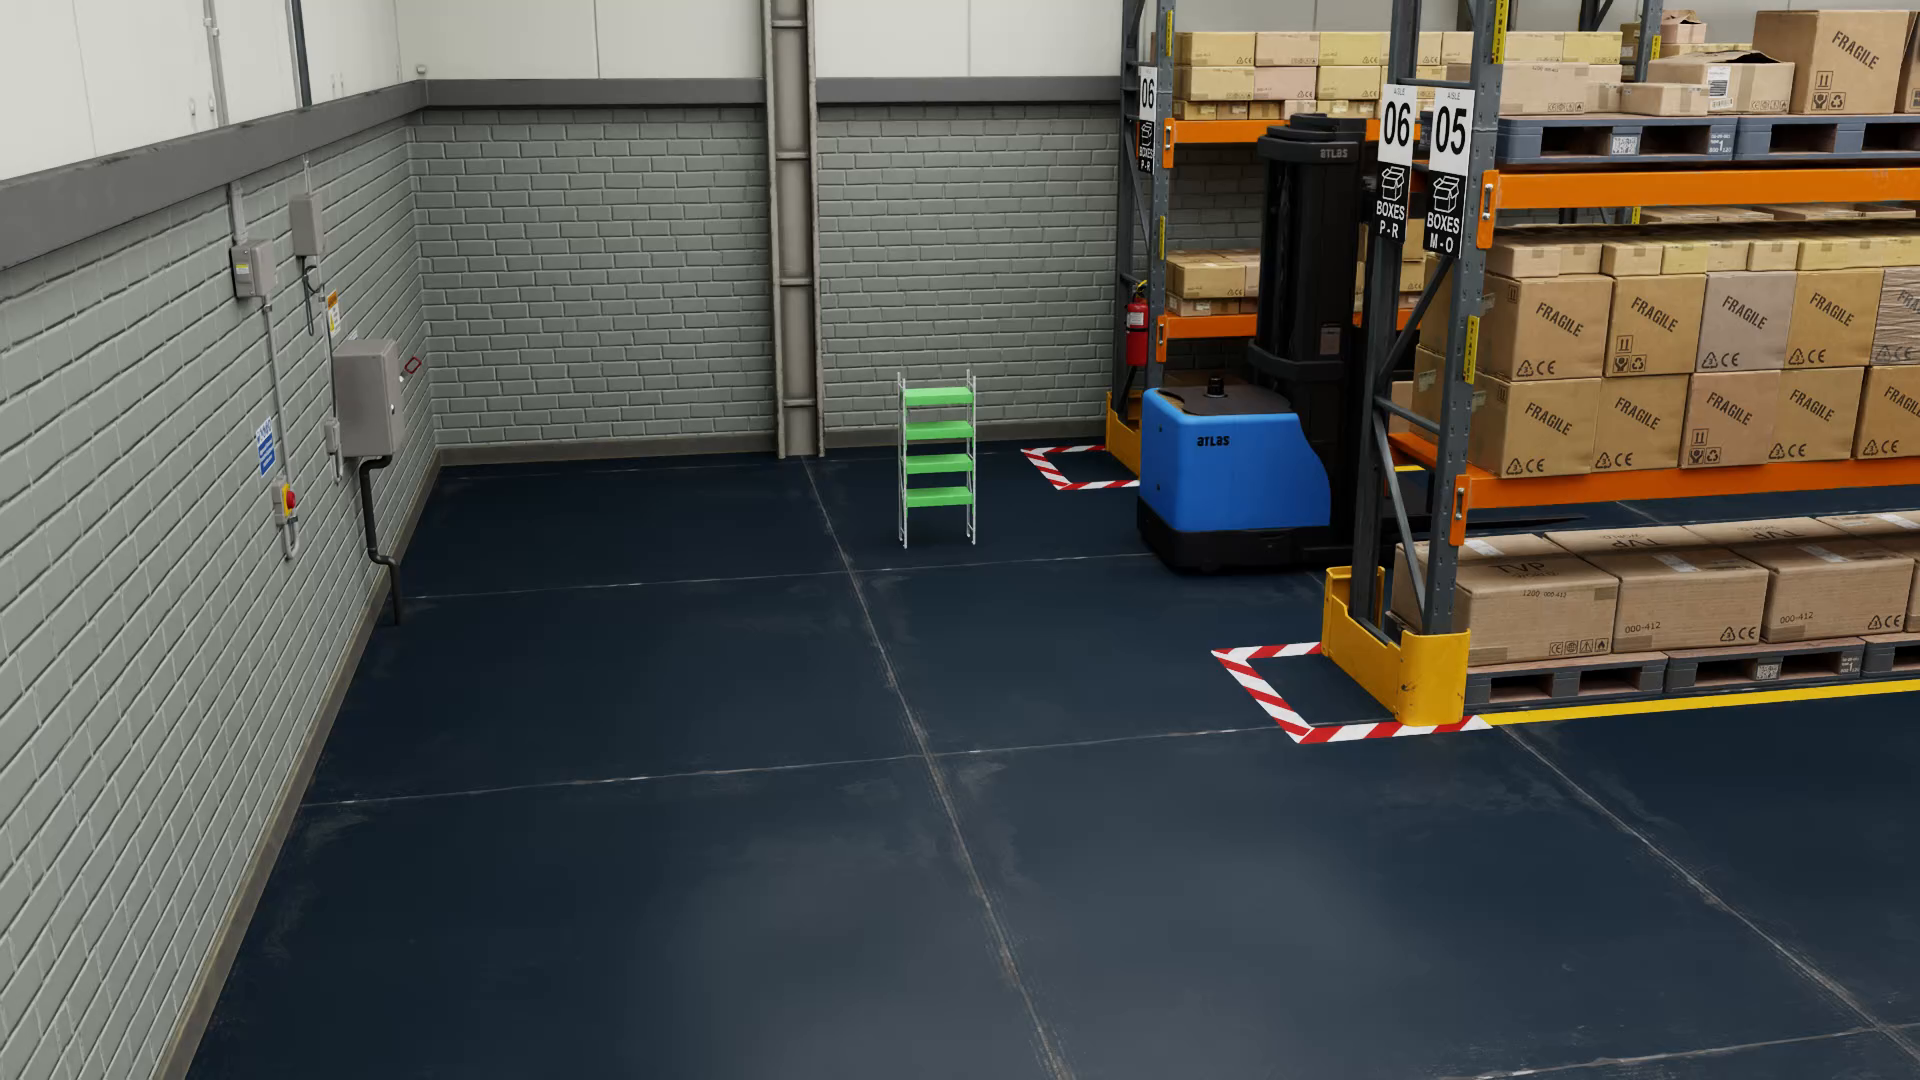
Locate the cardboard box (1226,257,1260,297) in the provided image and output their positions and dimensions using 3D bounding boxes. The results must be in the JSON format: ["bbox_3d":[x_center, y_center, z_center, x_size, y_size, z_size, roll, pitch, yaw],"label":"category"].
[{"bbox_3d":[2.441,-2.115,13.336,0.500,0.250,0.500,-3,17,-10],"label":"cardboard box"}]

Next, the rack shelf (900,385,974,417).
[{"bbox_3d":[-0.163,-0.962,11.483,0.480,0.148,0.258,-3,17,-10],"label":"rack shelf"}]

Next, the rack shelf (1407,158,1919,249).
[{"bbox_3d":[4.358,-1.839,8.807,4.000,0.370,1.077,-3,17,-10],"label":"rack shelf"}]

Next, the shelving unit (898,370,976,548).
[{"bbox_3d":[-0.163,-0.564,11.606,0.503,1.200,0.258,-3,17,-10],"label":"shelving unit"}]

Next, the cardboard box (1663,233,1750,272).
[{"bbox_3d":[3.819,-1.480,8.542,0.250,0.149,0.380,-3,17,-10],"label":"cardboard box"}]

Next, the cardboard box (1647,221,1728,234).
[{"bbox_3d":[3.951,-1.638,9.058,0.250,0.149,0.380,-3,17,-9],"label":"cardboard box"}]

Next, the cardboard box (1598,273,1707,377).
[{"bbox_3d":[3.426,-1.139,8.537,0.500,0.500,0.500,-4,17,-12],"label":"cardboard box"}]

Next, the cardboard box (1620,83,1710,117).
[{"bbox_3d":[3.507,-2.194,8.280,0.250,0.149,0.380,-3,17,-8],"label":"cardboard box"}]

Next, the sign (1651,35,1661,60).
[{"bbox_3d":[5.487,-3.816,13.138,0.005,0.325,0.100,-3,17,-10],"label":"sign"}]

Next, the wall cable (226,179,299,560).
[{"bbox_3d":[-3.137,-0.817,7.580,0.123,1.953,0.585,-3,17,-10],"label":"wall cable"}]

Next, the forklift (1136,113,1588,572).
[{"bbox_3d":[2.824,-1.372,11.285,3.031,2.935,1.130,-3,17,-9],"label":"forklift"}]

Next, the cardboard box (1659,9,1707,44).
[{"bbox_3d":[5.739,-4.110,13.305,0.258,0.266,0.396,-3,17,-11],"label":"cardboard box"}]

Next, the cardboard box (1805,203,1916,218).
[{"bbox_3d":[7.736,-2.620,14.341,0.637,0.503,0.797,-4,17,-12],"label":"cardboard box"}]

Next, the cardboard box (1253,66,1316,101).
[{"bbox_3d":[2.432,-3.553,12.910,0.500,0.250,0.500,-3,17,-9],"label":"cardboard box"}]

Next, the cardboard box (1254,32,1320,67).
[{"bbox_3d":[2.436,-3.787,12.821,0.500,0.250,0.500,-3,17,-11],"label":"cardboard box"}]

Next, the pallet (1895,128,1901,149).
[{"bbox_3d":[5.517,-2.209,8.938,1.213,0.211,1.003,-3,17,-10],"label":"pallet"}]

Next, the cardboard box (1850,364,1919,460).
[{"bbox_3d":[4.920,-0.746,8.962,0.500,0.500,0.500,-4,17,-11],"label":"cardboard box"}]

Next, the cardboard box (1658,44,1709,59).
[{"bbox_3d":[5.753,-3.886,13.281,0.250,0.149,0.380,-3,17,-9],"label":"cardboard box"}]

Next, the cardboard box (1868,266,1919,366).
[{"bbox_3d":[4.913,-1.223,8.812,0.500,0.500,0.500,-3,17,-10],"label":"cardboard box"}]

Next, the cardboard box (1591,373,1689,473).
[{"bbox_3d":[3.412,-0.666,8.699,0.500,0.500,0.500,-3,17,-11],"label":"cardboard box"}]

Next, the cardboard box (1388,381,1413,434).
[{"bbox_3d":[3.453,-1.118,13.885,0.500,0.500,0.500,-3,17,-9],"label":"cardboard box"}]

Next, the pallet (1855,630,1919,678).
[{"bbox_3d":[5.561,0.492,9.849,1.213,0.211,1.003,-3,17,-10],"label":"pallet"}]

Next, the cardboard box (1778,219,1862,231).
[{"bbox_3d":[4.718,-1.668,9.155,0.250,0.149,0.380,-3,17,-11],"label":"cardboard box"}]

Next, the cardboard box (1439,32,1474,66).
[{"bbox_3d":[3.931,-3.880,13.125,0.500,0.250,0.500,-3,17,-9],"label":"cardboard box"}]

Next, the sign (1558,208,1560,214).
[{"bbox_3d":[5.268,-3.004,14.512,0.005,0.325,0.100,-3,17,-10],"label":"sign"}]

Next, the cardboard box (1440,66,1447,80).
[{"bbox_3d":[3.937,-3.639,13.191,0.500,0.250,0.500,-3,17,-9],"label":"cardboard box"}]

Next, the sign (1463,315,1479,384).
[{"bbox_3d":[2.494,-0.929,8.118,0.005,0.325,0.100,-3,17,-10],"label":"sign"}]

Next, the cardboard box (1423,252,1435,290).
[{"bbox_3d":[3.942,-2.207,13.636,0.500,0.250,0.500,-3,17,-11],"label":"cardboard box"}]

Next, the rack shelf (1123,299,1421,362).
[{"bbox_3d":[3.413,-1.836,13.905,4.000,0.370,1.077,-3,17,-10],"label":"rack shelf"}]

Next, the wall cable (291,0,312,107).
[{"bbox_3d":[-3.768,-4.147,9.924,0.133,3.039,2.988,-3,17,-10],"label":"wall cable"}]

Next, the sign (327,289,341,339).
[{"bbox_3d":[-3.585,-1.298,9.522,0.001,0.242,0.339,-3,17,-10],"label":"sign"}]

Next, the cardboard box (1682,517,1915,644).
[{"bbox_3d":[4.806,0.218,9.643,0.875,0.438,0.875,-4,17,-12],"label":"cardboard box"}]

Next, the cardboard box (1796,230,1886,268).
[{"bbox_3d":[4.574,-1.516,8.662,0.250,0.149,0.380,-3,17,-10],"label":"cardboard box"}]

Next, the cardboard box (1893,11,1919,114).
[{"bbox_3d":[5.004,-2.508,8.697,0.637,0.503,0.797,-2,17,-6],"label":"cardboard box"}]

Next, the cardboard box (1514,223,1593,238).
[{"bbox_3d":[3.191,-1.611,8.969,0.250,0.149,0.380,-3,17,-11],"label":"cardboard box"}]

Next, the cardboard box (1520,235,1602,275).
[{"bbox_3d":[3.040,-1.448,8.441,0.250,0.149,0.380,-3,17,-9],"label":"cardboard box"}]

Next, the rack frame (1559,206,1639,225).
[{"bbox_3d":[5.377,-2.291,14.162,0.127,3.000,1.000,-3,17,-10],"label":"rack frame"}]

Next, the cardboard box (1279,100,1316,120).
[{"bbox_3d":[2.578,-3.349,12.924,0.250,0.149,0.380,-3,17,-9],"label":"cardboard box"}]

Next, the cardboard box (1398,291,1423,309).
[{"bbox_3d":[3.593,-2.000,13.641,0.250,0.149,0.380,-3,17,-11],"label":"cardboard box"}]

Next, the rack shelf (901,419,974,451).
[{"bbox_3d":[-0.163,-0.733,11.554,0.480,0.148,0.258,-3,17,-10],"label":"rack shelf"}]

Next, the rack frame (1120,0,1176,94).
[{"bbox_3d":[1.449,-4.936,12.556,0.127,3.000,1.000,-3,17,-10],"label":"rack frame"}]

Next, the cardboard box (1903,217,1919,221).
[{"bbox_3d":[5.471,-1.708,9.286,0.250,0.149,0.380,-3,17,-11],"label":"cardboard box"}]

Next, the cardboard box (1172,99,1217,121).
[{"bbox_3d":[1.806,-3.333,12.873,0.250,0.149,0.380,-3,17,-9],"label":"cardboard box"}]

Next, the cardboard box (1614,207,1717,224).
[{"bbox_3d":[5.894,-2.502,13.964,0.500,0.500,0.700,-3,17,-9],"label":"cardboard box"}]

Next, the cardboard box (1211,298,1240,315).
[{"bbox_3d":[2.065,-1.915,13.365,0.250,0.149,0.380,-3,17,-9],"label":"cardboard box"}]

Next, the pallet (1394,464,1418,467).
[{"bbox_3d":[3.502,-0.851,14.223,1.213,0.211,1.003,-3,17,-10],"label":"pallet"}]

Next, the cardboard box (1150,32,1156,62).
[{"bbox_3d":[1.833,-3.917,13.244,0.500,0.250,0.500,-4,17,-12],"label":"cardboard box"}]

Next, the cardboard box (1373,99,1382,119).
[{"bbox_3d":[3.330,-3.390,13.060,0.250,0.149,0.380,-3,17,-10],"label":"cardboard box"}]

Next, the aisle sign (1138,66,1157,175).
[{"bbox_3d":[1.438,-3.223,12.767,0.004,0.787,0.394,-3,17,-10],"label":"aisle sign"}]
